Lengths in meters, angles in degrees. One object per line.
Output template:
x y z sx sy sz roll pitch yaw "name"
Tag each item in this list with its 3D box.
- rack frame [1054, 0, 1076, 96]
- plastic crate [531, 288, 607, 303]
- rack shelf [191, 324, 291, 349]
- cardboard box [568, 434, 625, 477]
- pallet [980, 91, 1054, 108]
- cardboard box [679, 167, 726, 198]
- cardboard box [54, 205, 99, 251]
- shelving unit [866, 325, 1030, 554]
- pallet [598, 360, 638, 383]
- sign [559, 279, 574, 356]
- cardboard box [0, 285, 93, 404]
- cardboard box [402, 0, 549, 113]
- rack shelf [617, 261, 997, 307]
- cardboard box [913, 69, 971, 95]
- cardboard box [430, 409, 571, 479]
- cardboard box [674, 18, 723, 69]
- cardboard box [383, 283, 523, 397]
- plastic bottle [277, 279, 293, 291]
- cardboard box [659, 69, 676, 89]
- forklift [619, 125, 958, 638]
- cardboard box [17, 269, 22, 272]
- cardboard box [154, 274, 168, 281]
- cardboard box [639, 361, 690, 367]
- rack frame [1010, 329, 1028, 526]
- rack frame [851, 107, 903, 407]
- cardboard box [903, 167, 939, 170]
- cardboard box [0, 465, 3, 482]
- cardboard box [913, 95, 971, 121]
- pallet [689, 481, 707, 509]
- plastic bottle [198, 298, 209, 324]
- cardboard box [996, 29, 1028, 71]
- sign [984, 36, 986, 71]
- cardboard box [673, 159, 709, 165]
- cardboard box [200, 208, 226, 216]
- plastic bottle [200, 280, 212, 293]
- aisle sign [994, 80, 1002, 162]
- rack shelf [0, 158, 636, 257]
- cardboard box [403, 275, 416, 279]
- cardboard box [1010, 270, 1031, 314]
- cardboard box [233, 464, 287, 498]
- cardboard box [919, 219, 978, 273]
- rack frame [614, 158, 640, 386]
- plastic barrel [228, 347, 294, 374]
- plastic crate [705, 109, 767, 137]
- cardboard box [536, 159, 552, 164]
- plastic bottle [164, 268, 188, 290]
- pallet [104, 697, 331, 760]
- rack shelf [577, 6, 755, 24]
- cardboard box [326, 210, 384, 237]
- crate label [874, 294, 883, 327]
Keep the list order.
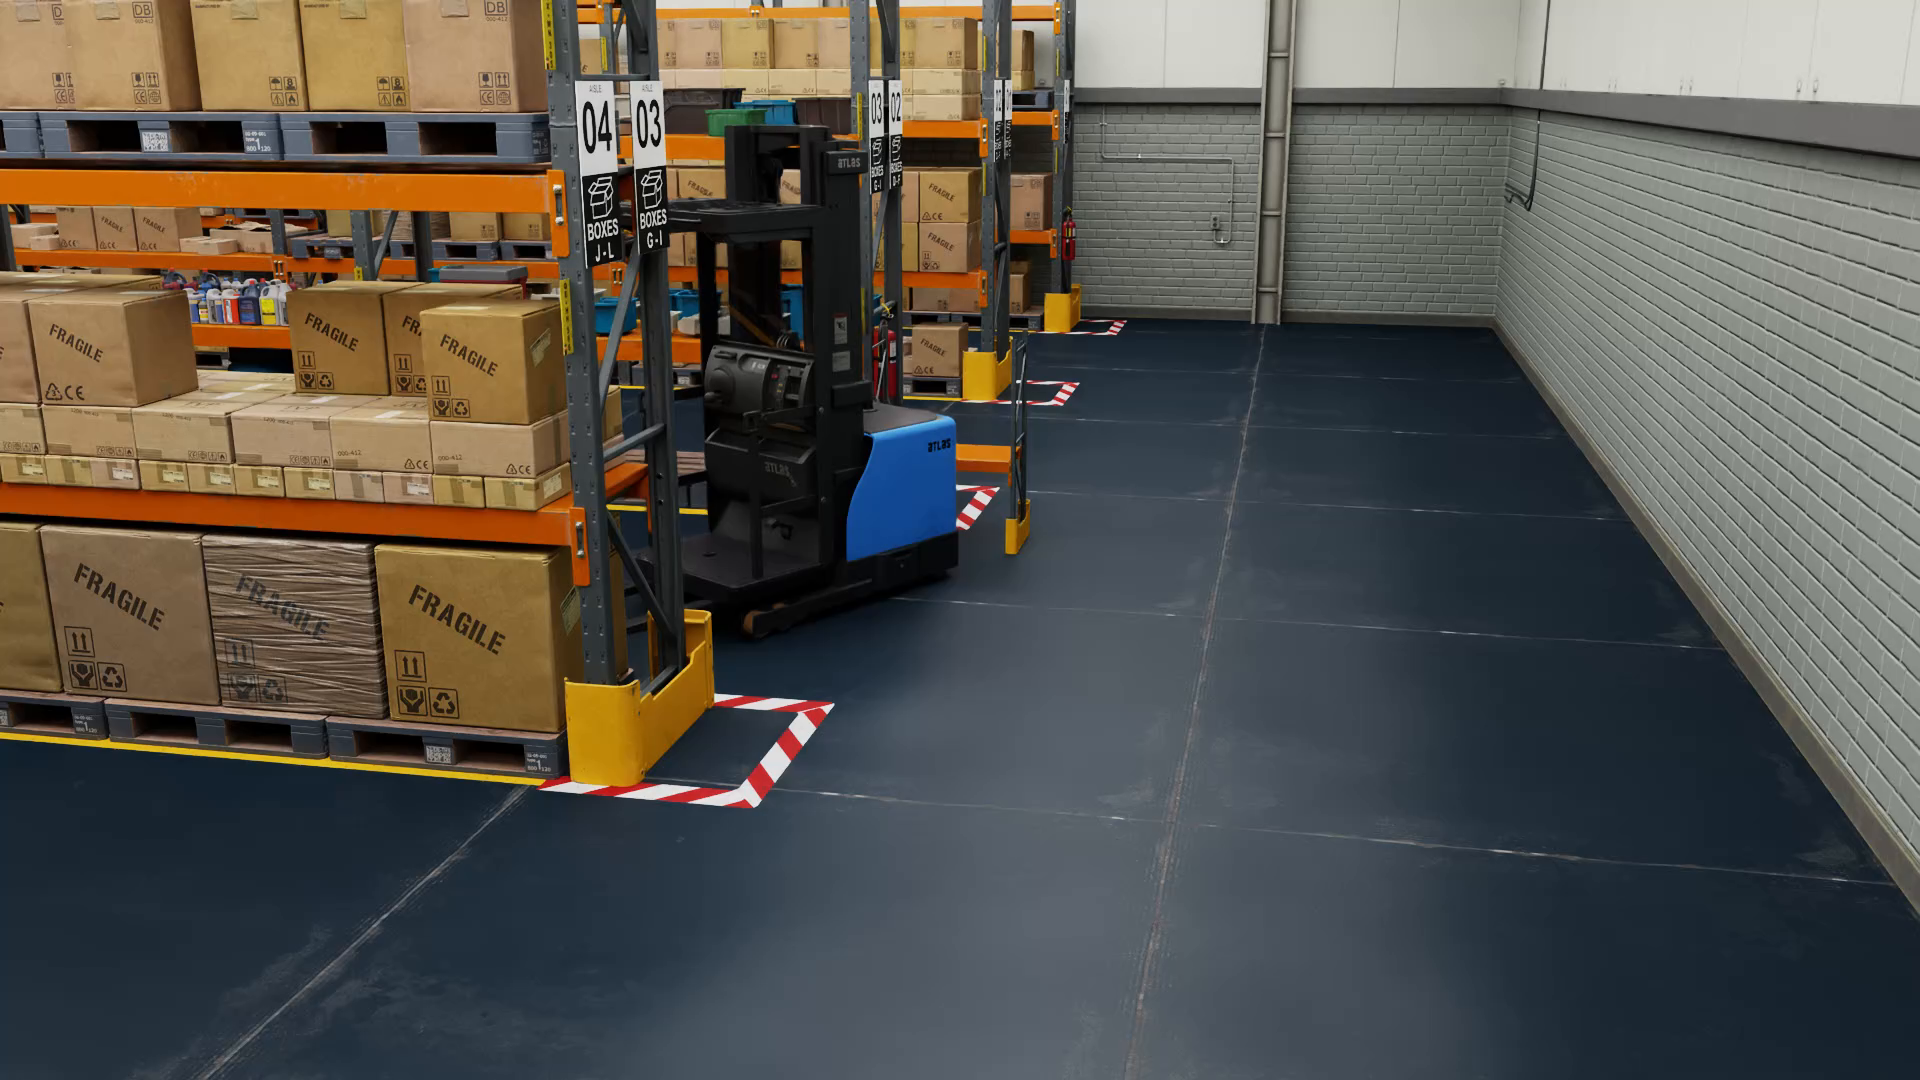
1.360 -7.224 21.214 0.127 3.000 1.000 3 16 11 "rack frame"
-3.074 -1.797 12.968 0.530 0.282 0.437 3 16 11 "plastic crate"
-6.493 -1.714 13.908 4.000 0.370 1.077 3 16 11 "rack shelf"
-1.883 -0.430 8.395 0.250 0.149 0.380 3 16 12 "cardboard box"
0.631 -5.773 21.759 1.213 0.211 1.003 3 16 11 "pallet"
-2.632 -3.654 17.503 0.500 0.500 0.500 3 16 9 "cardboard box"
-10.117 -3.650 19.364 0.500 0.500 0.500 4 16 15 "cardboard box"
-0.075 -0.727 11.806 1.083 1.500 0.587 3 16 11 "shelving unit"
-4.347 -1.939 18.597 1.213 0.211 1.003 3 16 11 "pallet"
-1.723 -0.977 7.286 0.005 0.325 0.100 3 16 11 "sign"
-4.621 -0.970 8.195 0.500 0.500 0.500 3 16 11 "cardboard box"
-2.121 -2.204 7.548 0.500 0.500 0.700 2 16 8 "cardboard box"
-1.583 -2.797 17.817 4.000 0.370 1.077 3 16 11 "rack shelf"
-0.177 -4.612 16.747 0.500 0.250 0.500 3 16 11 "cardboard box"
-2.129 -0.473 7.805 0.500 0.250 0.500 3 16 10 "cardboard box"
-2.597 -5.146 17.270 0.500 0.500 0.700 3 16 11 "cardboard box"
-2.507 -1.001 8.305 0.500 0.500 0.500 3 16 10 "cardboard box"
-5.471 -1.931 13.438 0.185 0.351 0.144 3 16 11 "plastic bottle"
-3.116 -4.773 17.329 0.500 0.250 0.500 3 16 11 "cardboard box"
-1.380 -0.981 10.044 1.130 2.935 3.031 14 21 41 "forklift"
-11.774 -3.021 20.237 0.500 0.500 0.500 3 16 11 "cardboard box"
-11.962 -3.900 24.968 0.250 0.149 0.380 2 16 7 "cardboard box"
-3.175 -2.087 18.120 0.500 0.311 0.500 3 16 11 "cardboard box"
0.415 -0.700 11.710 0.032 1.500 0.500 3 16 11 "rack frame"
-0.614 -1.741 12.659 0.127 3.000 1.000 3 16 11 "rack frame"
-0.519 -3.685 17.617 0.500 0.500 0.500 3 16 12 "cardboard box"
-4.781 -0.407 8.312 0.250 0.149 0.380 4 16 13 "cardboard box"
-0.179 -4.369 16.806 0.500 0.250 0.500 3 16 11 "cardboard box"
-1.414 -0.452 13.227 1.213 0.211 1.003 3 16 11 "pallet"
-6.087 -1.847 13.414 0.097 0.201 0.097 0 15 0 "plastic bottle"
0.589 -6.286 21.348 0.500 0.500 0.500 3 16 11 "cardboard box"
0.247 -4.765 16.298 0.005 0.325 0.100 3 16 11 "sign"
-3.567 -5.096 22.583 0.500 0.250 0.500 3 16 12 "cardboard box"
-10.923 -4.855 24.142 0.500 0.250 0.500 3 16 11 "cardboard box"
-6.374 -2.064 14.065 0.097 0.271 0.097 0 15 0 "plastic bottle"
0.383 -4.206 16.687 0.004 0.787 0.394 3 16 11 "aisle sign"
-3.561 -1.651 8.062 4.000 0.370 1.077 3 16 11 "rack shelf"
-7.677 -3.848 24.124 0.500 0.500 0.700 3 16 11 "cardboard box"
0.655 -3.342 22.333 0.500 0.500 0.700 3 16 11 "cardboard box"
-3.271 -0.325 8.017 0.250 0.149 0.380 3 16 11 "cardboard box"
-0.116 -3.038 17.152 0.500 0.500 0.500 4 16 13 "cardboard box"
-3.543 -3.250 18.105 0.127 3.000 1.000 3 16 11 "rack frame"
-5.757 -1.216 13.908 0.708 0.901 0.600 3 16 11 "plastic barrel"
-1.637 -3.063 12.207 0.336 0.188 0.450 3 16 11 "plastic crate"
-5.559 -5.201 22.963 0.500 0.250 0.500 3 16 10 "cardboard box"
-6.704 -2.153 14.238 0.185 0.351 0.144 3 16 11 "plastic bottle"
-3.592 0.811 8.670 1.213 0.211 1.003 3 16 11 "pallet"
-4.519 -7.004 22.516 4.000 0.370 1.077 3 16 11 "rack shelf"
-6.823 -3.709 18.789 0.500 0.500 0.700 -2 16 -8 "cardboard box"
-0.790 -1.789 13.032 0.303 0.233 0.416 3 16 11 "crate label"
